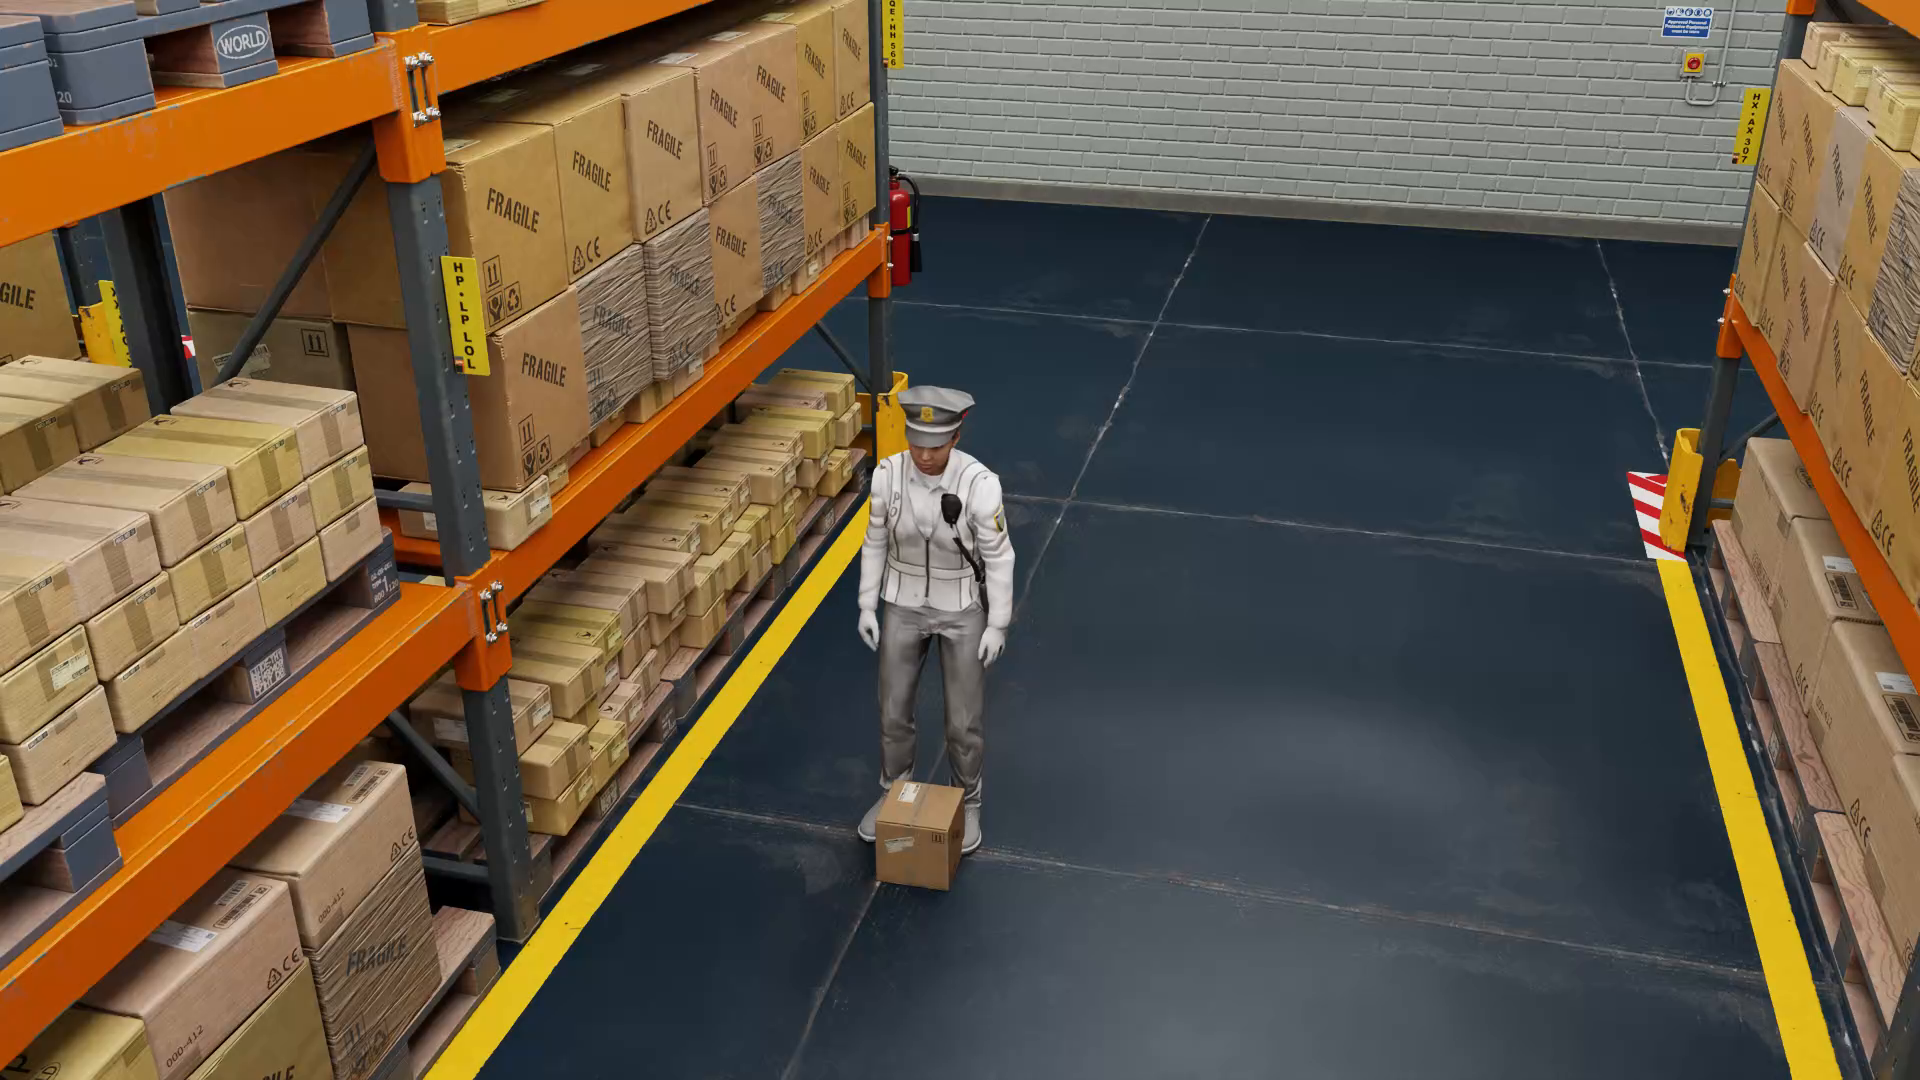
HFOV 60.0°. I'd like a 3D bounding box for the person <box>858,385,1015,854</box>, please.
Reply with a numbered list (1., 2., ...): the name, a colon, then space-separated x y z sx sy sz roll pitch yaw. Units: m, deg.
1. person: -0.087 0.261 5.559 0.526 1.663 0.375 6 26 13
